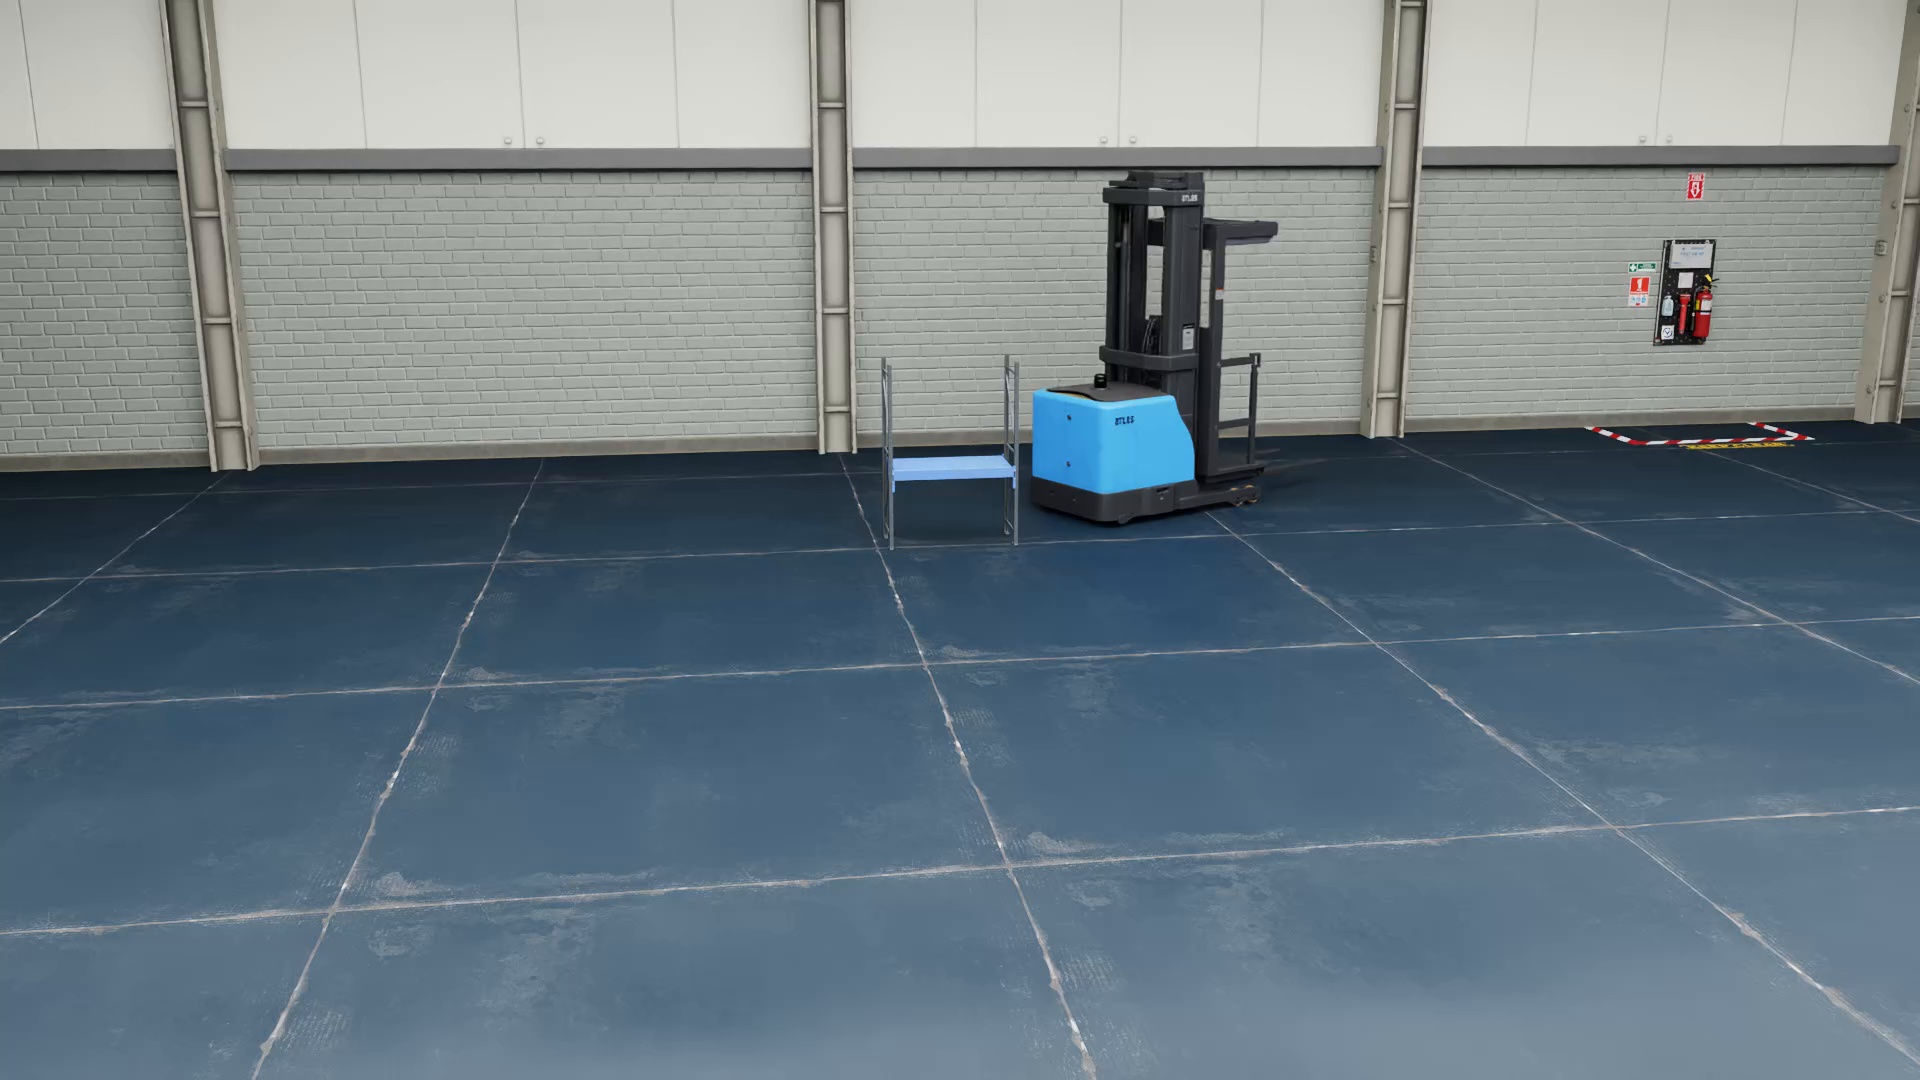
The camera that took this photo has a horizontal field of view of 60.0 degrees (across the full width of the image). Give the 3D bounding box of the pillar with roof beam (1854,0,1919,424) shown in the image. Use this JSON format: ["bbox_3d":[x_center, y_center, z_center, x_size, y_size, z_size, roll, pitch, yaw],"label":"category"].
[{"bbox_3d":[11.218,-4.701,13.969,0.400,9.000,9.100,-2,14,-8],"label":"pillar with roof beam"}]

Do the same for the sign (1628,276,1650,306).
[{"bbox_3d":[7.565,-2.769,18.522,0.234,0.329,0.001,-2,14,-8],"label":"sign"}]

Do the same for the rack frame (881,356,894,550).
[{"bbox_3d":[-0.587,-0.706,13.454,0.032,1.500,0.500,-2,14,-8],"label":"rack frame"}]

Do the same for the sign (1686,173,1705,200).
[{"bbox_3d":[8.104,-3.895,18.319,0.199,0.298,0.001,-2,14,-8],"label":"sign"}]

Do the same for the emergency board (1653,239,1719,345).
[{"bbox_3d":[8.127,-2.747,18.507,0.643,1.169,0.194,-2,14,-8],"label":"emergency board"}]

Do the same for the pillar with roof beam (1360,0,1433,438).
[{"bbox_3d":[5.284,-4.484,13.102,0.400,9.000,9.100,-2,14,-8],"label":"pillar with roof beam"}]

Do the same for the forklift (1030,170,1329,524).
[{"bbox_3d":[2.110,-1.817,14.942,3.031,2.935,1.130,-10,17,-35],"label":"forklift"}]

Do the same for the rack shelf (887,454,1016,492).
[{"bbox_3d":[-0.084,-0.550,13.571,1.000,0.185,0.538,-2,14,-8],"label":"rack shelf"}]

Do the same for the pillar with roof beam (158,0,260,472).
[{"bbox_3d":[-6.582,-4.049,11.368,0.400,9.000,9.100,-2,14,-8],"label":"pillar with roof beam"}]

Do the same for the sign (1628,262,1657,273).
[{"bbox_3d":[7.571,-3.024,18.449,0.331,0.109,0.001,-2,14,-8],"label":"sign"}]

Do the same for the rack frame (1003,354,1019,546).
[{"bbox_3d":[0.418,-0.743,13.601,0.032,1.500,0.500,-2,14,-8],"label":"rack frame"}]

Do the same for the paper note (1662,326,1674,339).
[{"bbox_3d":[7.942,-2.329,18.655,0.142,0.148,0.016,-2,14,-8],"label":"paper note"}]

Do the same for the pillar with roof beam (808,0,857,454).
[{"bbox_3d":[-0.649,-4.266,12.235,0.400,9.000,9.100,-2,14,-8],"label":"pillar with roof beam"}]

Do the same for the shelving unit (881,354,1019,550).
[{"bbox_3d":[-0.084,-0.724,13.527,1.048,1.500,0.538,-2,14,-8],"label":"shelving unit"}]
